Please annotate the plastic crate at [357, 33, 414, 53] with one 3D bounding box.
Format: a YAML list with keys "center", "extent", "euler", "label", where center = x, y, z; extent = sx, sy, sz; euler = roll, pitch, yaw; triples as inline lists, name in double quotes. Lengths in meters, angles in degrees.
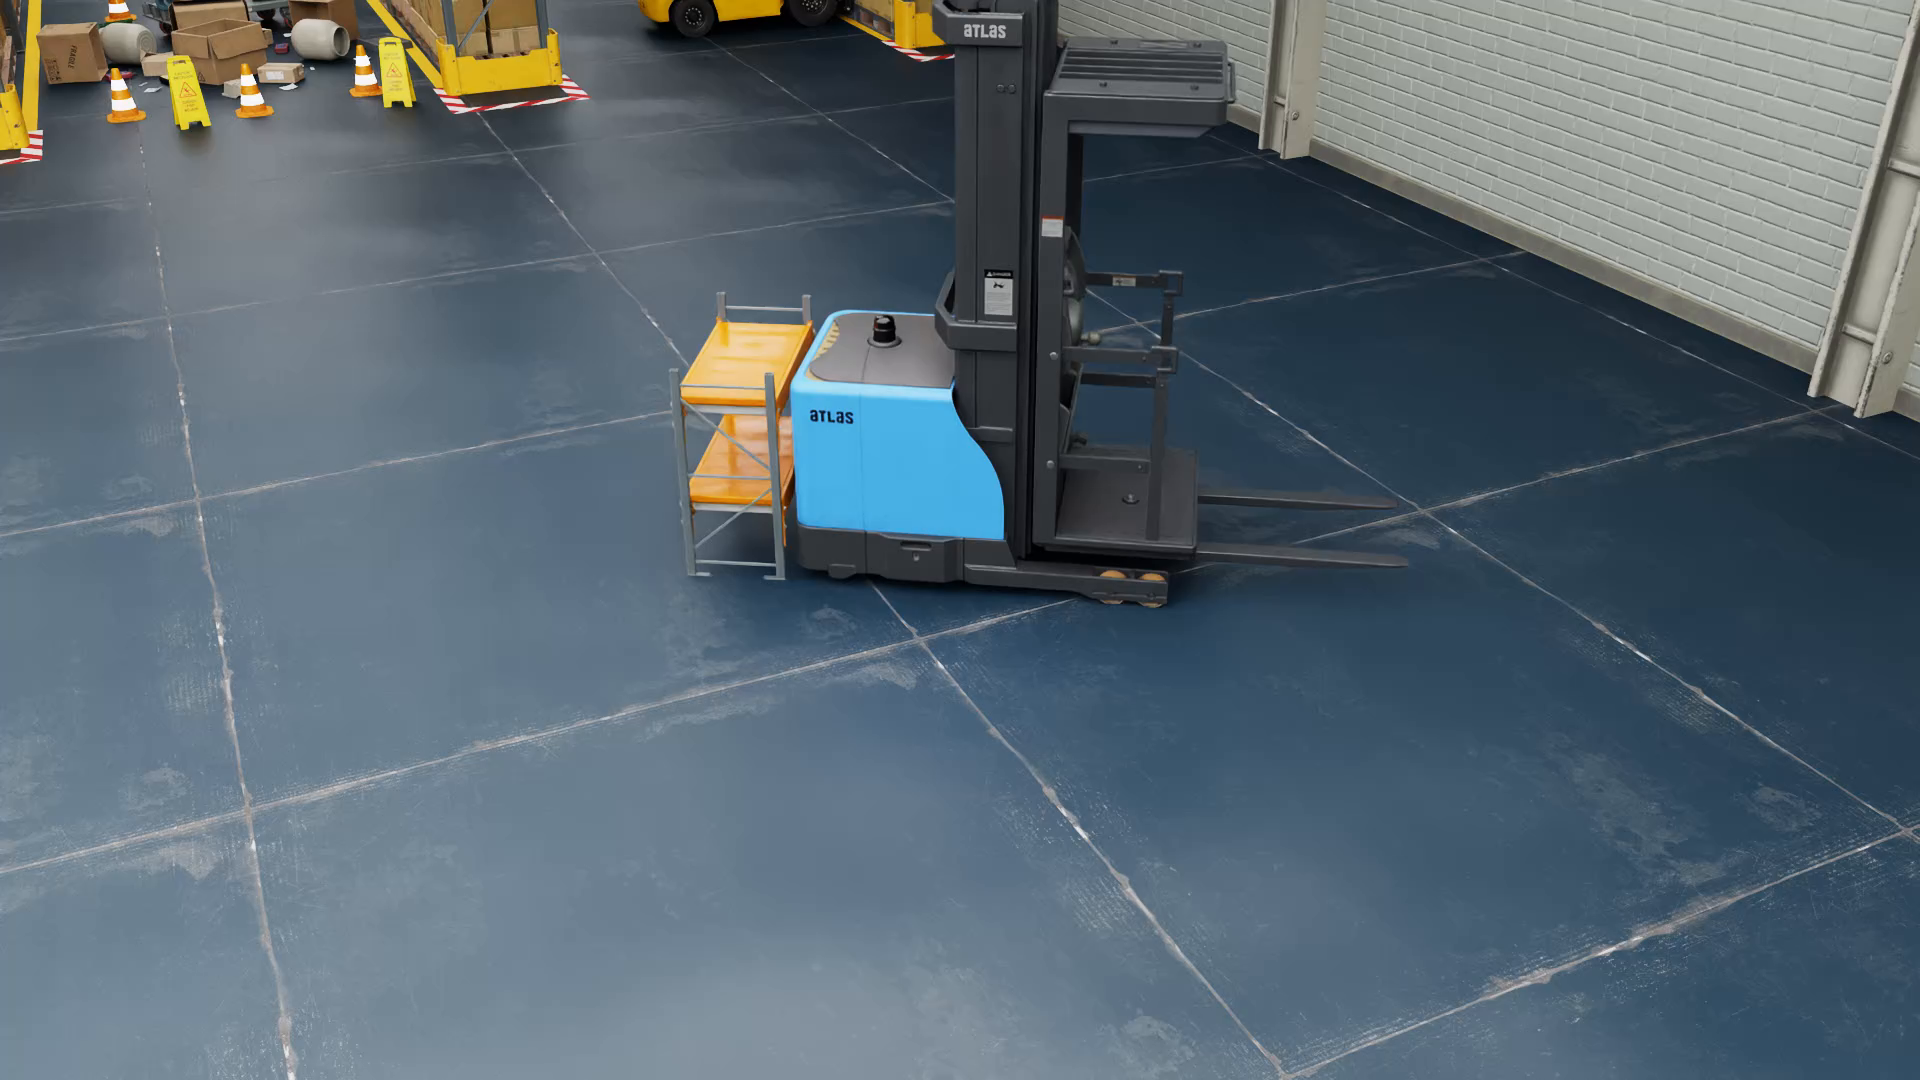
- center: [-6.427, -5.552, 18.569]
  extent: [0.583, 0.080, 0.402]
  euler: [26, 38, 38]
  label: "plastic crate"

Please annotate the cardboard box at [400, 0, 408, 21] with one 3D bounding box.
- center: [-6.112, -6.124, 18.987]
  extent: [0.500, 0.250, 0.500]
  euler: [-11, 31, -19]
  label: "cardboard box"

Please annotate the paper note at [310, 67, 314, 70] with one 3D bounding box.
- center: [-6.891, -5.018, 17.689]
  extent: [0.032, 0.001, 0.123]
  euler: [-13, 32, -22]
  label: "paper note"

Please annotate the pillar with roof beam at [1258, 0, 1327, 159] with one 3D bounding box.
- center: [-0.959, -6.527, 11.190]
  extent: [9.100, 9.000, 0.400]
  euler: [-13, 32, -22]
  label: "pillar with roof beam"

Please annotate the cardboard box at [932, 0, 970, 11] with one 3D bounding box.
- center: [-0.196, -6.210, 19.140]
  extent: [0.500, 0.250, 0.500]
  euler: [-13, 32, -22]
  label: "cardboard box"

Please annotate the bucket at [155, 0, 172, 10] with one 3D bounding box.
- center: [-8.647, -6.266, 18.651]
  extent: [0.726, 0.611, 0.620]
  euler: [-3, 19, -5]
  label: "bucket"

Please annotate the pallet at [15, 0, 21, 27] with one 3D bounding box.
- center: [-11.715, -6.256, 19.690]
  extent: [1.003, 0.211, 1.213]
  euler: [-13, 32, -22]
  label: "pallet"

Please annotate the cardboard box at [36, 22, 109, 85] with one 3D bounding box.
- center: [-9.195, -5.048, 17.238]
  extent: [0.500, 0.500, 0.500]
  euler: [-8, 30, -13]
  label: "cardboard box"

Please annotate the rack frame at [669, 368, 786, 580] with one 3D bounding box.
- center: [-1.129, -0.306, 8.145]
  extent: [0.500, 1.125, 0.032]
  euler: [3, 29, 5]
  label: "rack frame"

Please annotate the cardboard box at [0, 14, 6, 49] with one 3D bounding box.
- center: [-10.581, -5.571, 17.361]
  extent: [0.875, 0.875, 0.875]
  euler: [-13, 32, -21]
  label: "cardboard box"

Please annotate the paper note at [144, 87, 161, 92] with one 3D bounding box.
- center: [-8.193, -4.575, 16.880]
  extent: [0.144, 0.017, 0.142]
  euler: [-3, 29, -5]
  label: "paper note"

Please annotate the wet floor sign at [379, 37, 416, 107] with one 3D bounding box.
- center: [-5.528, -4.589, 16.274]
  extent: [0.267, 0.644, 0.232]
  euler: [-3, 29, -5]
  label: "wet floor sign"

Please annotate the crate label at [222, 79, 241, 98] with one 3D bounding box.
- center: [-7.243, -4.546, 16.717]
  extent: [0.298, 0.136, 0.250]
  euler: [19, 34, 30]
  label: "crate label"

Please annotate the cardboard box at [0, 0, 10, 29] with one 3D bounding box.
- center: [-11.136, -6.064, 18.369]
  extent: [1.050, 0.750, 0.750]
  euler: [-13, 32, -22]
  label: "cardboard box"

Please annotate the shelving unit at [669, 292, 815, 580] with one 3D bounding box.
- center: [-1.081, -0.553, 8.587]
  extent: [0.538, 1.125, 1.048]
  euler: [3, 29, 5]
  label: "shelving unit"

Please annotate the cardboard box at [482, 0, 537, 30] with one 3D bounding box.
- center: [-4.751, -5.660, 17.392]
  extent: [0.500, 0.500, 0.500]
  euler: [-14, 32, -24]
  label: "cardboard box"

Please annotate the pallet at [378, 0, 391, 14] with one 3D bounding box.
- center: [-6.696, -6.819, 20.694]
  extent: [1.003, 0.211, 1.213]
  euler: [-13, 32, -22]
  label: "pallet"

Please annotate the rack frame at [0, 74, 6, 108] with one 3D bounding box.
- center: [-9.071, -4.840, 14.315]
  extent: [1.000, 3.000, 0.127]
  euler: [-13, 32, -22]
  label: "rack frame"

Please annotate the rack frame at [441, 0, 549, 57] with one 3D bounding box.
- center: [-4.644, -5.924, 16.248]
  extent: [1.000, 3.000, 0.127]
  euler: [-13, 32, -22]
  label: "rack frame"

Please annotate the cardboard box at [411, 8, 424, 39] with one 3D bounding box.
- center: [-5.679, -5.669, 18.175]
  extent: [0.500, 0.250, 0.500]
  euler: [-14, 32, -24]
  label: "cardboard box"

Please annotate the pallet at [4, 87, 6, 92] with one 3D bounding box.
- center: [-9.485, -3.961, 15.598]
  extent: [1.003, 0.211, 1.213]
  euler: [-13, 32, -22]
  label: "pallet"

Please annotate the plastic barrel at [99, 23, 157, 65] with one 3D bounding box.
- center: [-8.916, -5.304, 17.777]
  extent: [0.512, 0.421, 0.421]
  euler: [7, 30, 13]
  label: "plastic barrel"

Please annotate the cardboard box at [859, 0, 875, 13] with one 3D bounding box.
- center: [-0.854, -6.315, 19.327]
  extent: [0.500, 0.250, 0.500]
  euler: [-13, 32, -22]
  label: "cardboard box"

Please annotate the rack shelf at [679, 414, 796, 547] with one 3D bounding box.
- center: [-1.081, -0.340, 8.706]
  extent: [0.538, 0.278, 1.000]
  euler: [3, 29, 5]
  label: "rack shelf"

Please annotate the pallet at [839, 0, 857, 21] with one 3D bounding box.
- center: [-1.048, -6.619, 20.338]
  extent: [1.003, 0.211, 1.213]
  euler: [-13, 32, -22]
  label: "pallet"

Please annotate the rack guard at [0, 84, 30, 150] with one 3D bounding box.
- center: [-9.061, -3.739, 14.907]
  extent: [1.175, 0.500, 0.348]
  euler: [-13, 32, -22]
  label: "rack guard"

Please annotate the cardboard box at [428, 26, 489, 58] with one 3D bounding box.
- center: [-5.244, -5.219, 17.373]
  extent: [0.500, 0.250, 0.500]
  euler: [-13, 32, -22]
  label: "cardboard box"

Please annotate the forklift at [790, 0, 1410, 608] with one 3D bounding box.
- center: [0.732, -1.224, 7.937]
  extent: [3.031, 2.935, 1.130]
  euler: [4, 30, 7]
  label: "forklift"

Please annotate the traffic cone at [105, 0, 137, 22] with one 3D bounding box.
- center: [-10.000, -6.410, 19.708]
  extent: [0.336, 0.463, 0.334]
  euler: [-13, 32, -22]
  label: "traffic cone"

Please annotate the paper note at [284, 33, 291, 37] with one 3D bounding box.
- center: [-7.674, -5.804, 19.069]
  extent: [0.148, 0.019, 0.142]
  euler: [-13, 32, -22]
  label: "paper note"

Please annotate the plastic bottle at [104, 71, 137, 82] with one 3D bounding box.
- center: [-8.730, -4.829, 17.299]
  extent: [0.133, 0.061, 0.283]
  euler: [26, 38, 38]
  label: "plastic bottle"

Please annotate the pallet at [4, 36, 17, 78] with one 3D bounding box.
- center: [-10.532, -5.039, 17.520]
  extent: [1.003, 0.211, 1.213]
  euler: [-13, 32, -22]
  label: "pallet"

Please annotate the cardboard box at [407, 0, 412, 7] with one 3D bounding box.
- center: [-5.890, -6.221, 18.393]
  extent: [0.500, 0.500, 0.500]
  euler: [-11, 31, -19]
  label: "cardboard box"

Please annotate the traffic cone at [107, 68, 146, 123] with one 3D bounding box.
- center: [-8.016, -4.267, 15.885]
  extent: [0.336, 0.463, 0.334]
  euler: [-13, 32, -22]
  label: "traffic cone"

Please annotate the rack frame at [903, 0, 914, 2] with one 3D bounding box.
- center: [-0.162, -6.968, 18.110]
  extent: [1.000, 3.000, 0.127]
  euler: [-13, 32, -22]
  label: "rack frame"

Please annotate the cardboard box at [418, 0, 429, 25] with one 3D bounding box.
- center: [-5.450, -5.764, 17.578]
  extent: [0.500, 0.500, 0.500]
  euler: [-12, 31, -20]
  label: "cardboard box"

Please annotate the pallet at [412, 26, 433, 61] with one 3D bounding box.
- center: [-5.513, -5.646, 18.603]
  extent: [1.003, 0.211, 1.213]
  euler: [-13, 32, -22]
  label: "pallet"

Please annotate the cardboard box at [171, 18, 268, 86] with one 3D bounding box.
- center: [-7.684, -5.080, 17.294]
  extent: [0.637, 0.503, 0.797]
  euler: [13, 32, 21]
  label: "cardboard box"

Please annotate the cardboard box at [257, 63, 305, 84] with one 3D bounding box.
- center: [-7.030, -4.835, 17.221]
  extent: [0.380, 0.149, 0.250]
  euler: [2, 29, 4]
  label: "cardboard box"

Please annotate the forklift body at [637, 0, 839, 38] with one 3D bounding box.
- center: [-2.624, -7.053, 19.128]
  extent: [2.313, 2.155, 1.214]
  euler: [-13, 32, -22]
  label: "forklift body"
